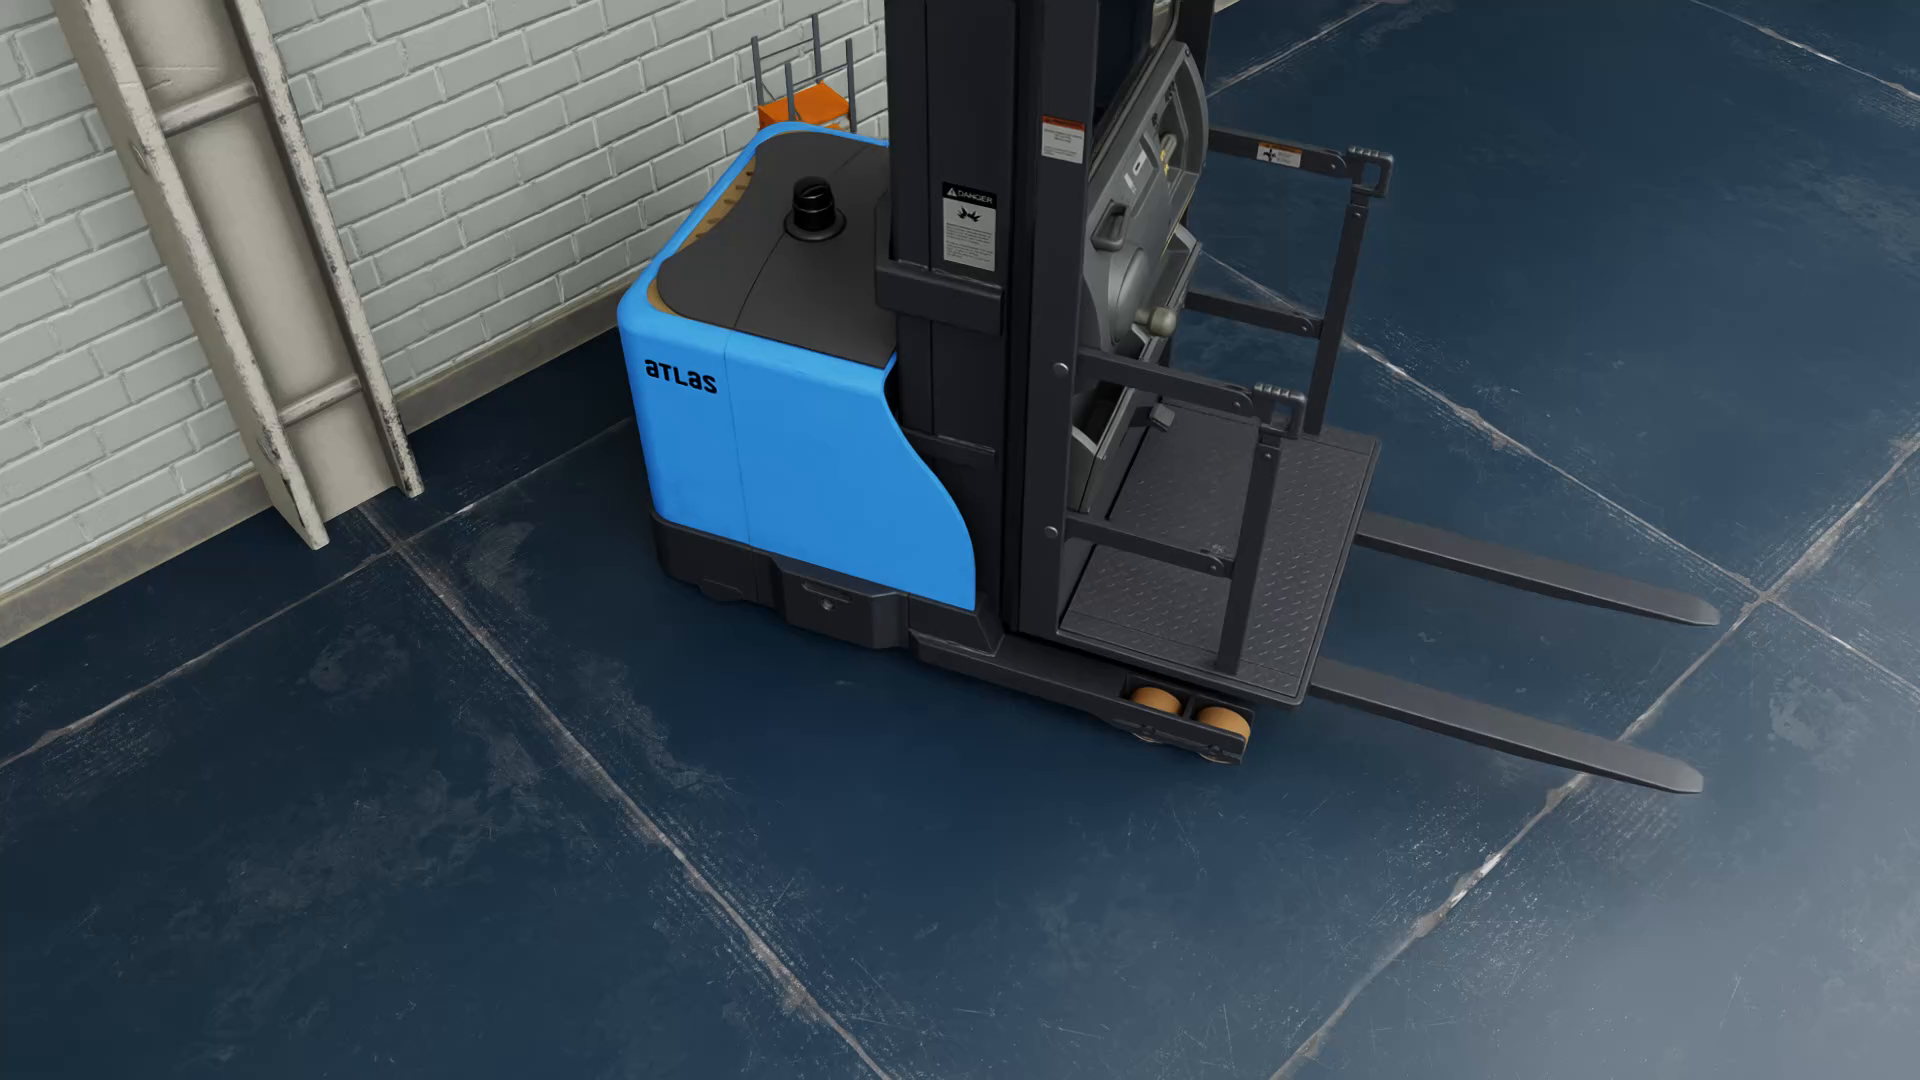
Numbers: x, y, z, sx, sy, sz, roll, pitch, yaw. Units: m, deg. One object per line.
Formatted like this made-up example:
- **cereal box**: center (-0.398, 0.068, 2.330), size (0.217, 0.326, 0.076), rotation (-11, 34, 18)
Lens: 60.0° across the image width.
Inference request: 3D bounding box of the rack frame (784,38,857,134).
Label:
- **rack frame**: center (-0.423, -1.054, 5.406), size (0.240, 1.200, 0.006), rotation (-29, 54, -24)

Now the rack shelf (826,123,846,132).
- **rack shelf**: center (-0.478, -1.240, 5.312), size (0.258, 0.103, 0.180), rotation (-29, 54, -24)

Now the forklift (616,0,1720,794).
- **forklift**: center (0.644, -0.813, 4.006), size (3.031, 2.935, 1.130), rotation (16, 49, 14)

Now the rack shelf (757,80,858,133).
- **rack shelf**: center (-0.478, -1.321, 5.223), size (0.258, 0.103, 0.180), rotation (-29, 54, -24)

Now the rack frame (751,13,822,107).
- **rack frame**: center (-0.534, -1.161, 5.505), size (0.240, 1.200, 0.006), rotation (-29, 54, -24)

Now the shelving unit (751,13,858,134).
- **shelving unit**: center (-0.478, -1.107, 5.455), size (0.258, 1.200, 0.189), rotation (-29, 54, -24)
